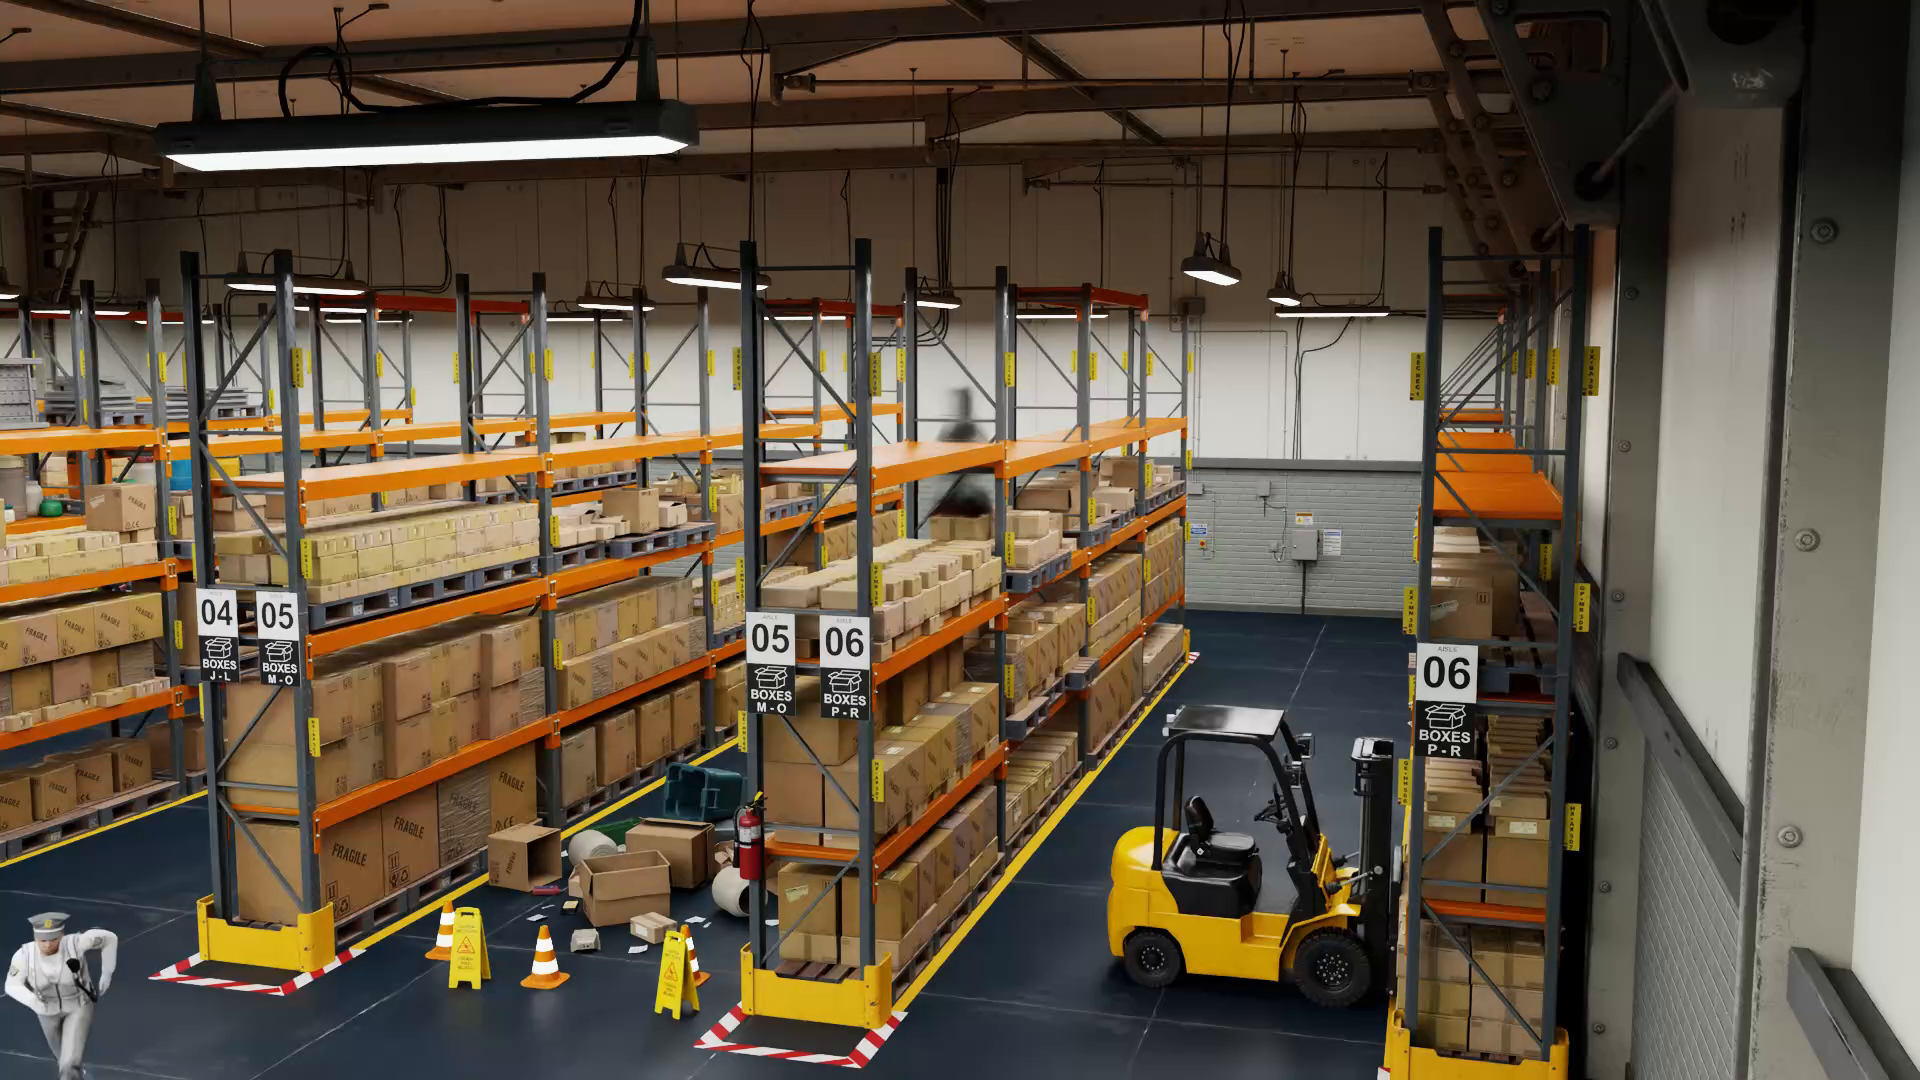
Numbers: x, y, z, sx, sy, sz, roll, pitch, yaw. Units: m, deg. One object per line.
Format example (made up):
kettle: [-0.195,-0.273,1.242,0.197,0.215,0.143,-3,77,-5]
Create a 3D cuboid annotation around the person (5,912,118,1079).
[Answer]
person: [-5.968,3.172,11.123,0.655,1.622,0.951,-2,7,-20]
